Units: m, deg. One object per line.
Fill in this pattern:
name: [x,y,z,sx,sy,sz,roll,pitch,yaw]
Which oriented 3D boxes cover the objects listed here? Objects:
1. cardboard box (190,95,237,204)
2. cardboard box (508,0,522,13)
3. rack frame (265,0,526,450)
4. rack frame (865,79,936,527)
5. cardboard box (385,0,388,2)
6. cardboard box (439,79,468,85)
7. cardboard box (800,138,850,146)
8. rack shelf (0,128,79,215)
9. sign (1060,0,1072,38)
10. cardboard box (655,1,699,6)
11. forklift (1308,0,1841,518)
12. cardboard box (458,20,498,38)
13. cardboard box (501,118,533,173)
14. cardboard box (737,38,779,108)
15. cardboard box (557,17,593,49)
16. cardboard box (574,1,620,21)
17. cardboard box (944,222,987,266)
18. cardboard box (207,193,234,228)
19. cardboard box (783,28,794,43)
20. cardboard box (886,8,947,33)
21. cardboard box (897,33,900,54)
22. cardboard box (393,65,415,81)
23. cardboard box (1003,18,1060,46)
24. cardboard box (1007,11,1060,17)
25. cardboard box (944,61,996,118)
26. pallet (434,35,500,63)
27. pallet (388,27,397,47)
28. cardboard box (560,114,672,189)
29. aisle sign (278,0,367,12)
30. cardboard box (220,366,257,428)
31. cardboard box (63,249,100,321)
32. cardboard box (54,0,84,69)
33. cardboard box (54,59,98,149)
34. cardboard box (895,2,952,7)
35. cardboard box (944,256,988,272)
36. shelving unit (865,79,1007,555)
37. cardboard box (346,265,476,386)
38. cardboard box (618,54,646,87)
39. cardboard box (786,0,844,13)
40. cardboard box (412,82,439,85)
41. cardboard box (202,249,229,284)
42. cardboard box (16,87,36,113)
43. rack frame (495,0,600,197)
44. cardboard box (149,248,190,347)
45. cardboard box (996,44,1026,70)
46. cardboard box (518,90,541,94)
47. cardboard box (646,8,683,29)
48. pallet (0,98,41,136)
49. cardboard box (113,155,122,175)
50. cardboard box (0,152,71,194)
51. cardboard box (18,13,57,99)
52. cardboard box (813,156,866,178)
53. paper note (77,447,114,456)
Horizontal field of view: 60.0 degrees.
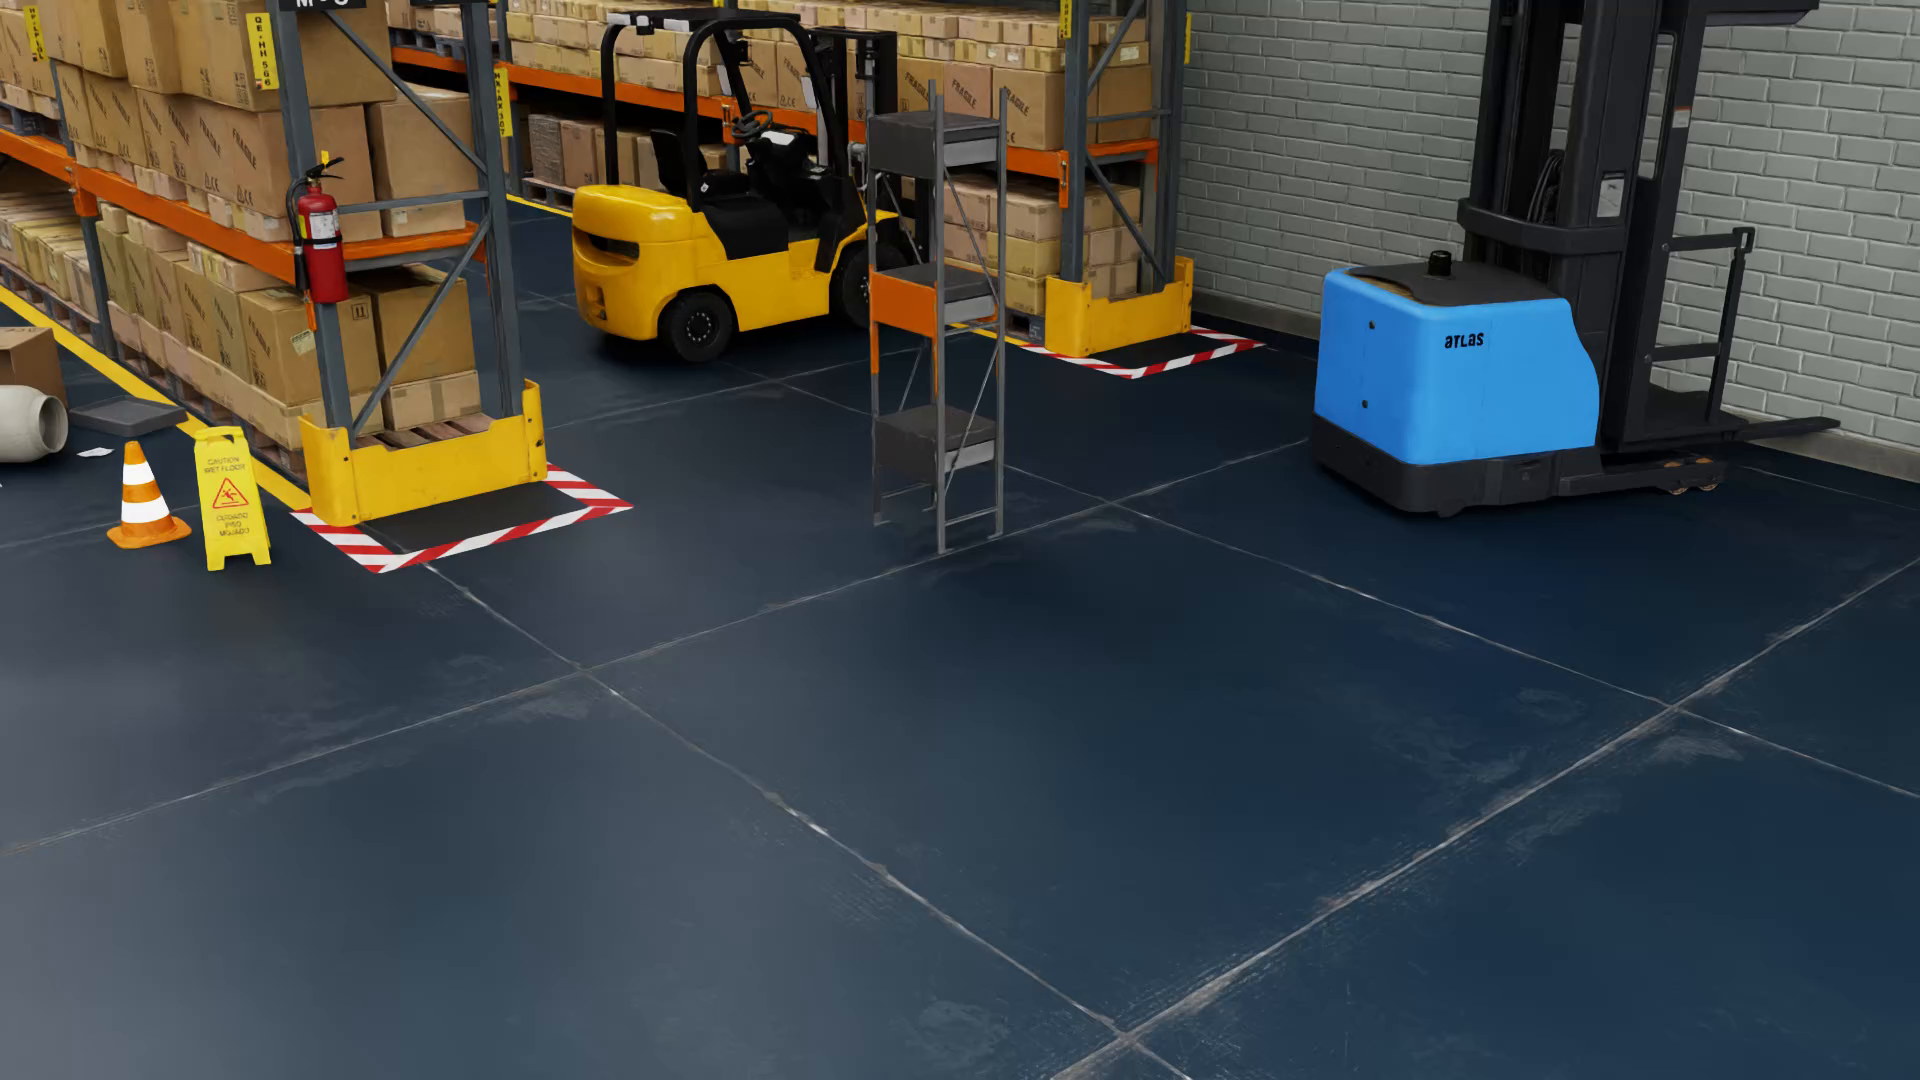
cardboard box: [-3.556,-2.024,8.494,0.500,0.500,0.500,-17,27,-37]
cardboard box: [-4.149,-5.199,16.118,0.380,0.149,0.250,-16,27,-36]
rack frame: [-2.670,-1.615,7.995,1.000,3.000,0.127,-17,27,-37]
rack frame: [-0.267,-1.091,7.890,0.400,2.100,0.015,-17,27,-37]
cardboard box: [-6.261,-6.026,18.542,0.700,0.500,0.500,-17,27,-37]
cardboard box: [-5.758,-5.213,19.143,0.380,0.149,0.250,-19,28,-40]
cardboard box: [-1.055,-3.194,13.849,0.500,0.250,0.500,-17,27,-36]
rack shelf: [-6.586,-2.938,12.359,1.077,0.370,4.000,-17,27,-37]
sign: [0.668,-3.322,10.441,0.100,0.325,0.005,-17,27,-37]
cardboard box: [-2.550,-4.832,15.182,0.380,0.149,0.250,-17,27,-37]
forklift: [3.452,-1.775,8.497,3.031,2.935,1.130,-7,22,-17]
cardboard box: [-4.853,-5.177,16.858,0.380,0.149,0.250,-17,27,-36]
cardboard box: [-4.573,-4.106,17.205,0.500,0.500,0.500,-16,27,-36]
cardboard box: [-1.431,-3.765,13.347,0.500,0.500,0.500,-18,28,-39]
cardboard box: [-3.376,-4.703,15.399,0.500,0.250,0.500,-18,28,-39]
cardboard box: [-3.299,-4.845,15.214,0.380,0.149,0.250,-17,27,-36]
cardboard box: [0.214,-2.147,11.862,0.500,0.250,0.500,-18,28,-38]
cardboard box: [-3.668,-1.734,8.643,0.380,0.149,0.250,-17,27,-37]
cardboard box: [-1.153,-3.965,12.967,0.380,0.149,0.250,-18,27,-38]
cardboard box: [-0.311,-3.756,12.027,0.380,0.149,0.250,-17,27,-37]
cardboard box: [-0.301,-3.615,12.074,0.380,0.149,0.250,-18,27,-38]
cardboard box: [-6.507,-5.363,19.118,0.380,0.149,0.250,-19,28,-40]
cardboard box: [0.510,-3.395,11.104,0.380,0.149,0.250,-17,27,-37]
cardboard box: [0.552,-3.651,11.757,0.380,0.149,0.250,-17,27,-37]
cardboard box: [0.236,-3.064,11.556,0.500,0.500,0.500,-16,27,-36]
pallet: [-4.630,-5.090,17.129,1.213,0.211,1.003,-17,27,-37]
pallet: [-6.306,-5.777,18.885,1.003,0.211,1.213,-17,27,-37]
cardboard box: [-3.305,-3.744,16.110,0.875,0.625,0.625,-16,27,-36]
aisle sign: [-2.849,-2.740,7.301,0.394,0.787,0.004,-17,27,-37]
cardboard box: [-3.734,-0.835,9.197,0.500,0.250,0.500,-17,27,-37]
cardboard box: [-5.625,-1.837,11.588,0.950,0.372,0.625,-17,27,-37]
cardboard box: [-4.841,-3.052,9.746,0.700,0.500,0.500,-17,27,-37]
cardboard box: [-5.205,-2.718,10.265,0.500,0.500,0.500,-18,27,-38]
cardboard box: [-0.274,-4.013,12.681,0.380,0.149,0.250,-18,28,-38]
cardboard box: [0.224,-1.908,11.936,0.500,0.250,0.500,-17,27,-37]
shelving unit: [-0.108,-1.023,7.718,0.431,2.100,0.503,-17,27,-37]
cardboard box: [-3.003,-1.175,9.037,0.500,0.500,0.500,-19,28,-39]
cardboard box: [-2.683,-4.192,14.781,0.500,0.250,0.500,-17,27,-37]
cardboard box: [-1.127,-4.113,12.937,0.380,0.149,0.250,-18,28,-38]
cardboard box: [-6.108,-5.086,18.818,0.380,0.149,0.250,-18,28,-38]
cardboard box: [-3.843,-1.497,8.969,0.380,0.149,0.250,-17,27,-37]
cardboard box: [-6.180,-3.015,11.338,0.380,0.149,0.250,-18,28,-38]
rack frame: [-4.134,-5.008,16.658,1.000,3.000,0.127,-17,27,-37]
cardboard box: [-4.405,-1.469,9.788,0.500,0.500,0.500,-16,26,-35]
cardboard box: [0.460,-3.239,11.115,0.380,0.149,0.250,-17,27,-37]
cardboard box: [-4.722,-4.787,18.055,0.380,0.149,0.250,-19,28,-40]
cardboard box: [-2.488,-4.482,14.287,0.380,0.149,0.250,-19,28,-39]
pallet: [-6.569,-3.199,12.302,1.003,0.211,1.213,-17,27,-37]
cardboard box: [-4.918,-2.317,10.130,0.380,0.149,0.250,-18,27,-38]
cardboard box: [-8.280,-3.243,14.487,0.875,0.875,0.875,-18,28,-38]
cardboard box: [-5.756,-3.174,10.854,0.500,0.500,0.500,-18,28,-38]
cardboard box: [-0.785,-2.797,12.836,0.500,0.250,0.500,-16,27,-36]
paper note: [-4.777,-0.491,9.195,0.148,0.019,0.142,12,24,27]
